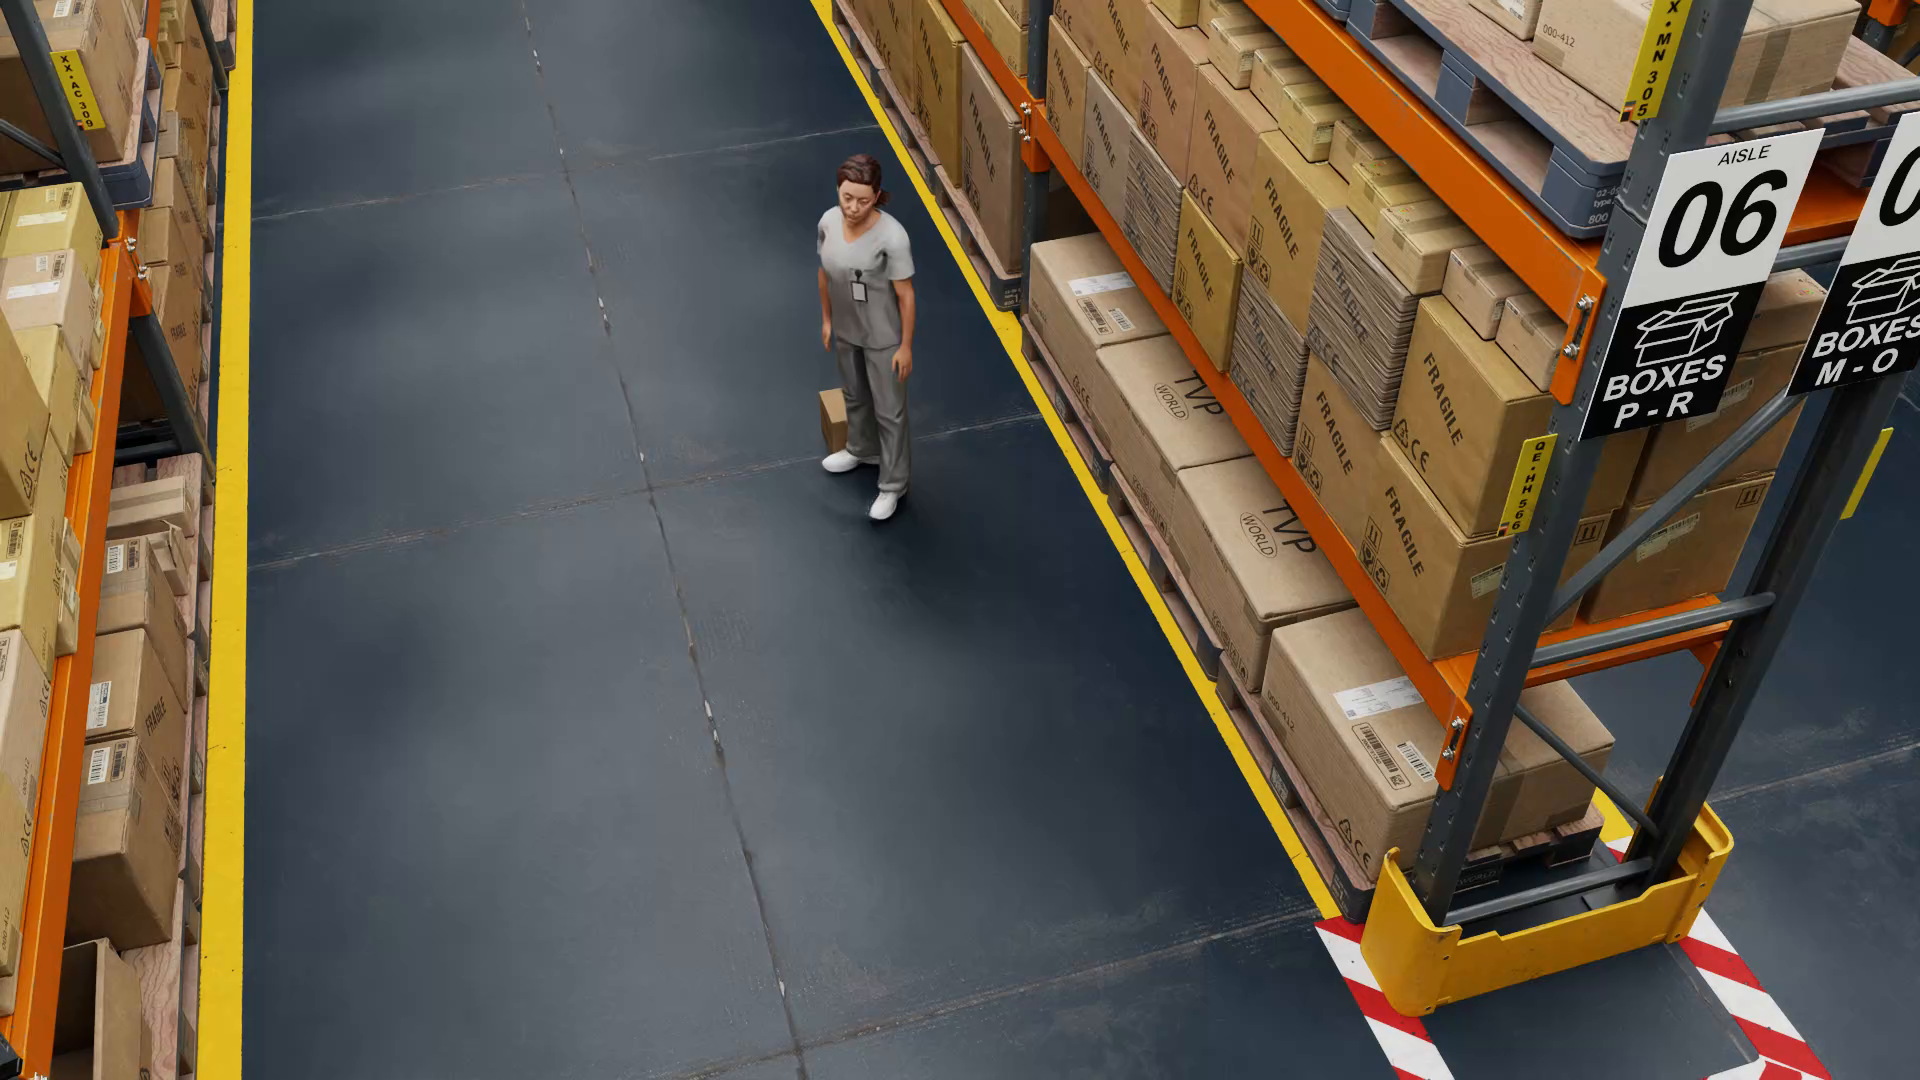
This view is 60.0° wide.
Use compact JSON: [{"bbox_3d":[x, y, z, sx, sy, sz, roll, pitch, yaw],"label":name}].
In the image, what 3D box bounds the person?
[{"bbox_3d":[-0.411,-0.870,7.078,0.526,1.674,0.428,26,48,25],"label":"person"}]
